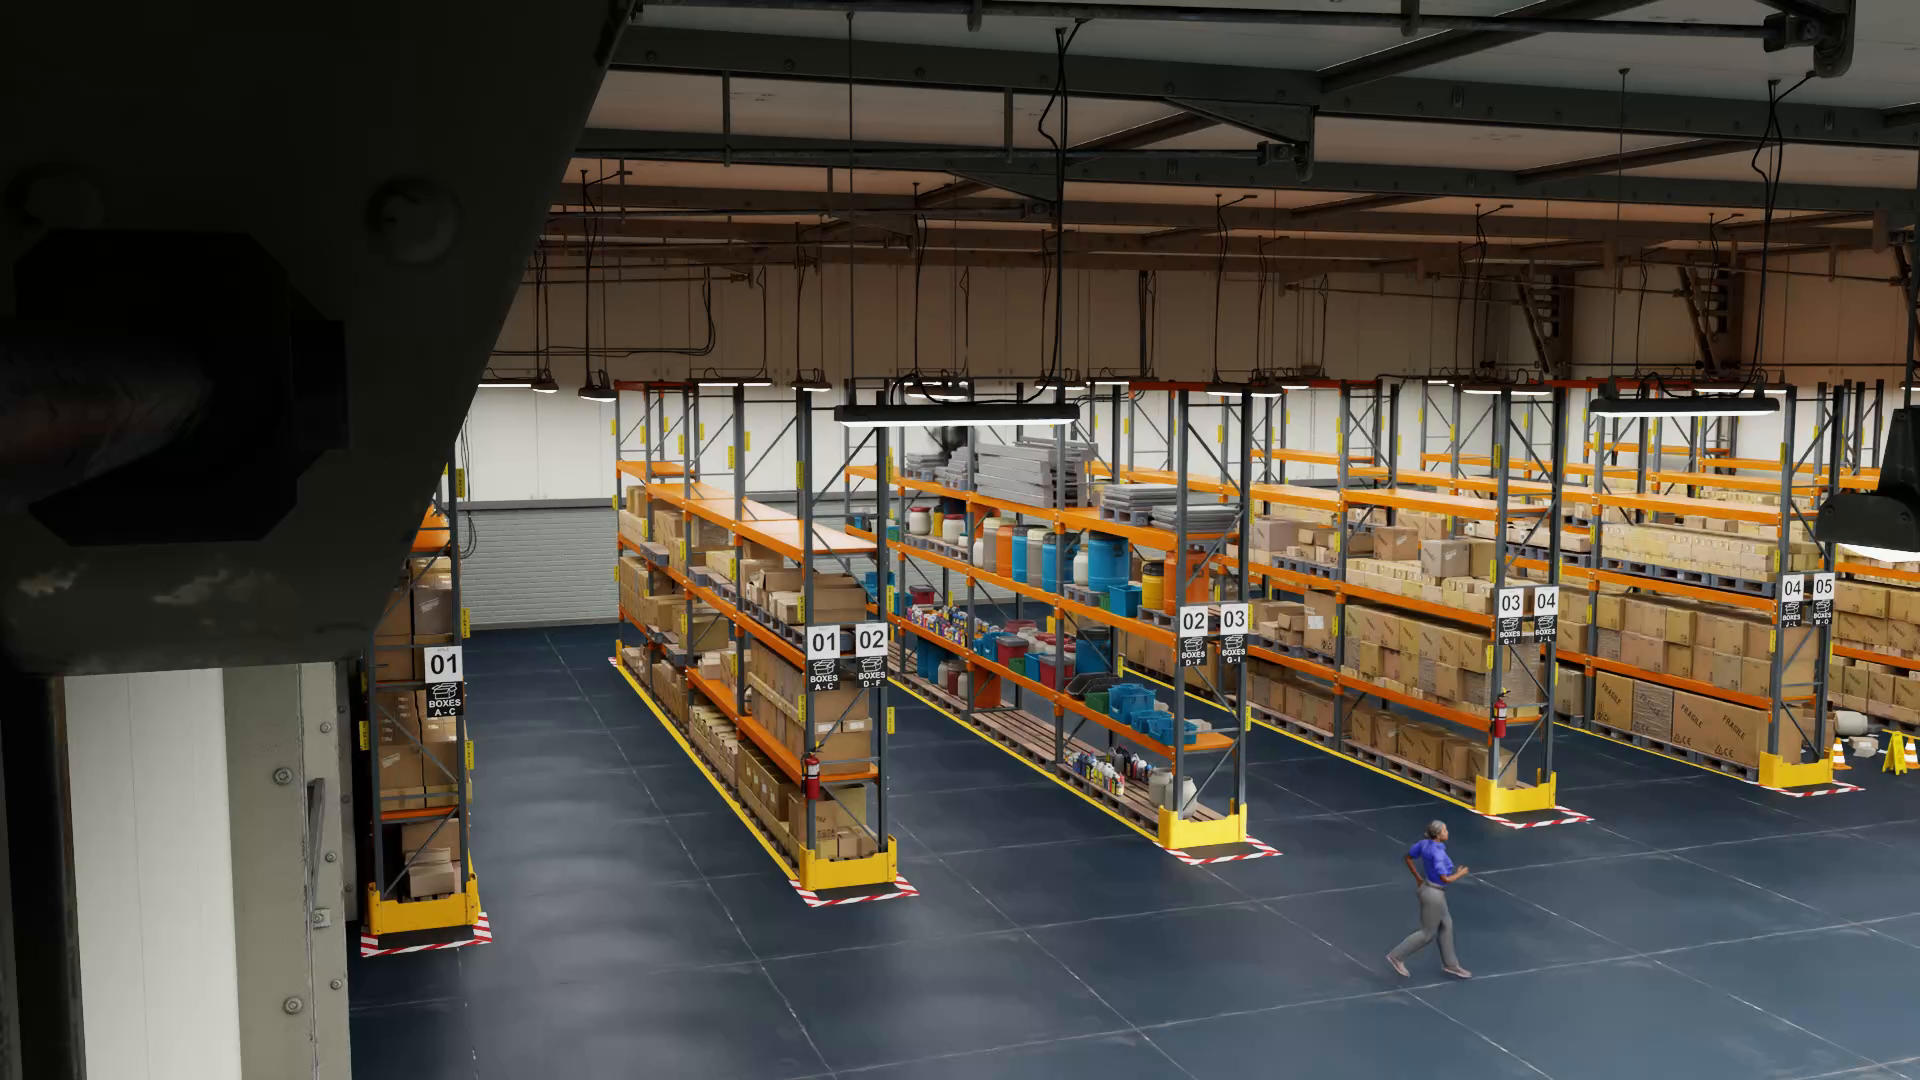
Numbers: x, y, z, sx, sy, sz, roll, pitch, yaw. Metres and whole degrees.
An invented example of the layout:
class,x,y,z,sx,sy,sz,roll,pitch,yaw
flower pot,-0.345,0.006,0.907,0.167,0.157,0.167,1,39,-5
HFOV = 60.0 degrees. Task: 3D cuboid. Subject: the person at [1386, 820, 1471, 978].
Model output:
class,x,y,z,sx,sy,sz,roll,pitch,yaw
person,4.830,3.685,17.065,0.901,1.663,0.604,0,6,1
